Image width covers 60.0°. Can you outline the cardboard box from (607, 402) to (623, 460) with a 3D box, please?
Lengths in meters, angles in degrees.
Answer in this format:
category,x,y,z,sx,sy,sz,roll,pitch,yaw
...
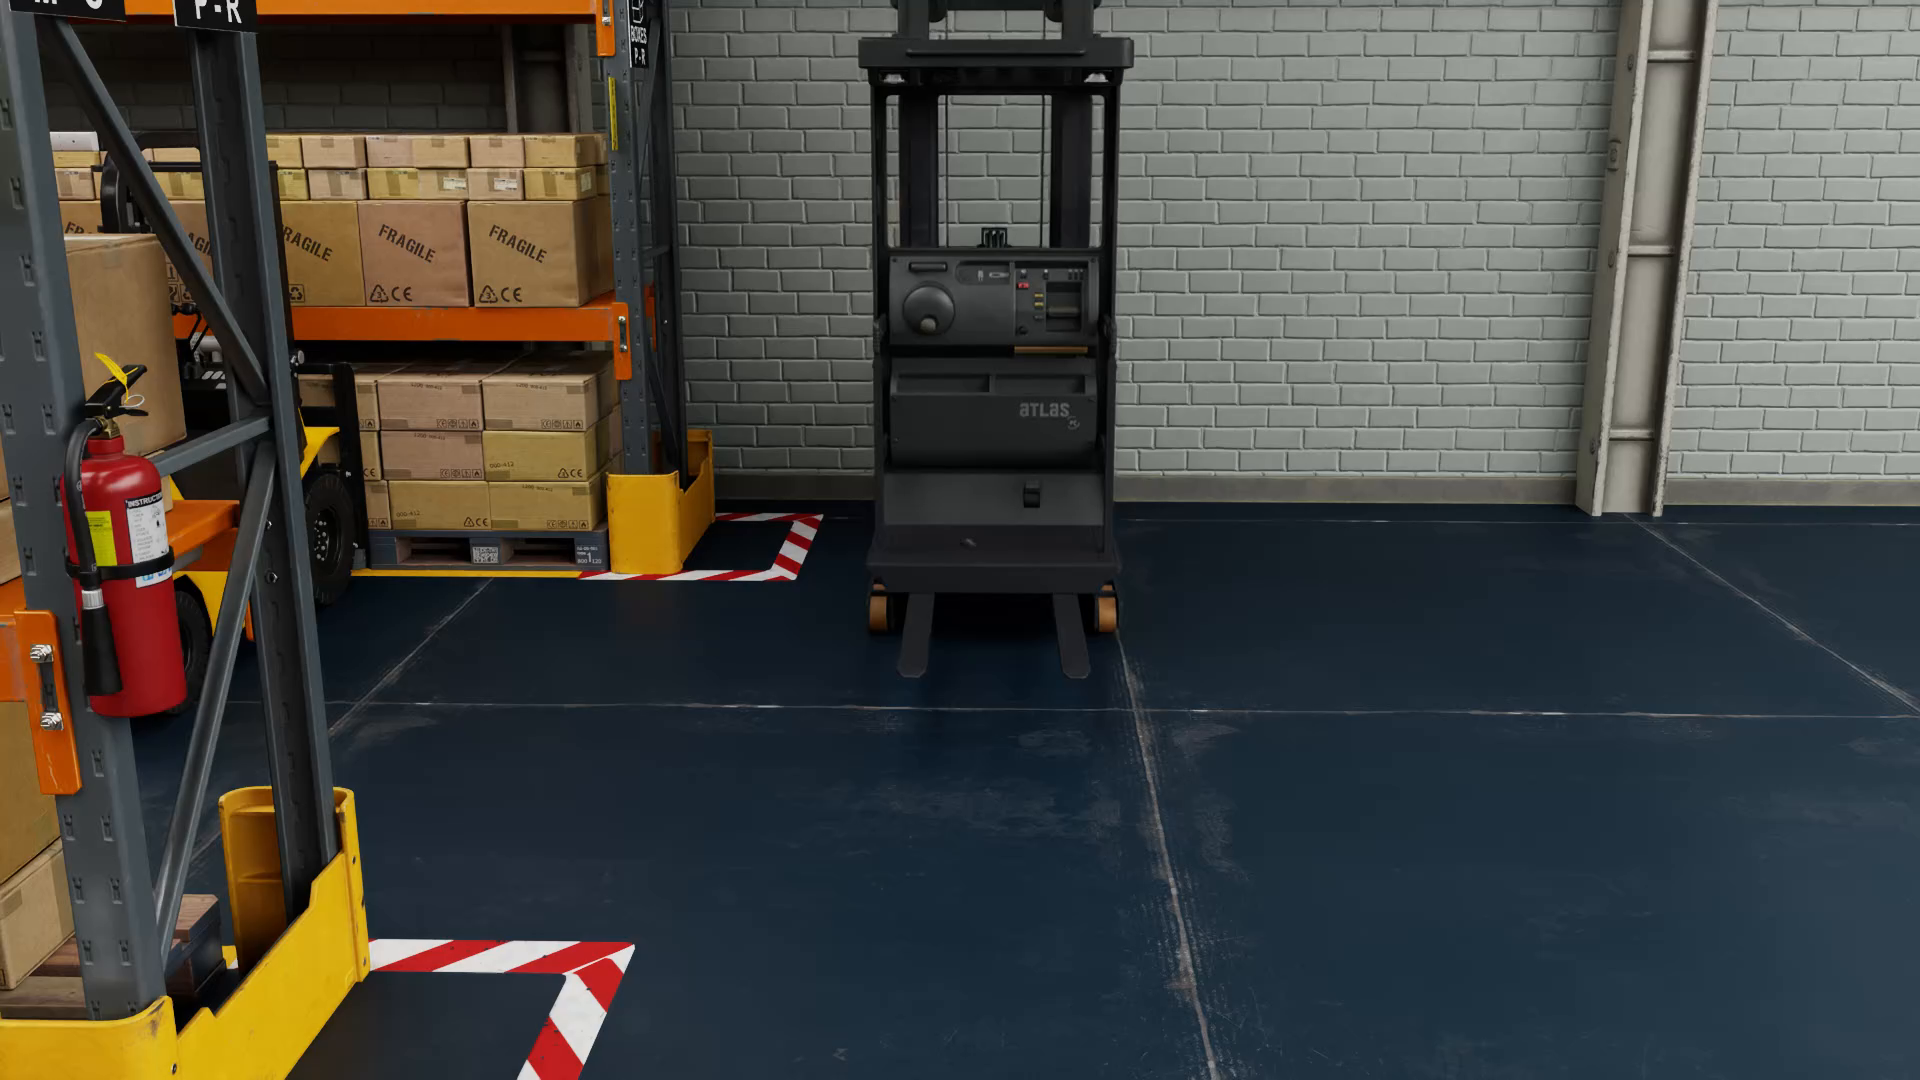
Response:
category,x,y,z,sx,sy,sz,roll,pitch,yaw
cardboard box,-2.036,-0.601,8.824,0.500,0.250,0.500,1,15,2

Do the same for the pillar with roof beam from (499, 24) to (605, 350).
category,x,y,z,sx,sy,sz,roll,pitch,yaw
pillar with roof beam,-2.354,-3.467,4.340,0.400,9.000,9.100,0,15,1

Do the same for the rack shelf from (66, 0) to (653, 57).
category,x,y,z,sx,sy,sz,roll,pitch,yaw
rack shelf,-3.570,-2.545,8.136,4.000,0.370,1.077,0,15,1

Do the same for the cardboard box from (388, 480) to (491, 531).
category,x,y,z,sx,sy,sz,roll,pitch,yaw
cardboard box,-2.546,-0.231,8.403,0.500,0.250,0.500,0,15,1

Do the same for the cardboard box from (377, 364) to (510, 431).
category,x,y,z,sx,sy,sz,roll,pitch,yaw
cardboard box,-2.550,-0.712,8.264,0.500,0.250,0.500,1,15,2

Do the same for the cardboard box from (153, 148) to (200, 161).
category,x,y,z,sx,sy,sz,roll,pitch,yaw
cardboard box,-3.719,-1.898,8.104,0.250,0.149,0.380,0,15,2

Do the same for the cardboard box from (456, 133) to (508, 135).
category,x,y,z,sx,sy,sz,roll,pitch,yaw
cardboard box,-2.426,-2.000,8.491,0.250,0.149,0.380,1,15,2

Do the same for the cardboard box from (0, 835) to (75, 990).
category,x,y,z,sx,sy,sz,roll,pitch,yaw
cardboard box,-2.493,0.887,4.164,0.500,0.250,0.500,0,15,1

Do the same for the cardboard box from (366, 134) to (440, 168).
category,x,y,z,sx,sy,sz,roll,pitch,yaw
cardboard box,-2.691,-1.893,8.084,0.250,0.149,0.380,0,15,2

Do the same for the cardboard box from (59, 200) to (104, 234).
category,x,y,z,sx,sy,sz,roll,pitch,yaw
cardboard box,-4.105,-1.432,8.192,0.500,0.500,0.500,0,15,1

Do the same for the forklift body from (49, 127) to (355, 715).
category,x,y,z,sx,sy,sz,roll,pitch,yaw
forklift body,-3.513,-0.566,6.770,1.214,2.155,2.313,0,15,1

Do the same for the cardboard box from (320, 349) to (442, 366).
category,x,y,z,sx,sy,sz,roll,pitch,yaw
cardboard box,-3.046,-0.846,8.774,0.500,0.250,0.500,0,15,1

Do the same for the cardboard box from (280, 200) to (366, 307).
category,x,y,z,sx,sy,sz,roll,pitch,yaw
cardboard box,-3.100,-1.423,8.158,0.500,0.500,0.500,0,15,0

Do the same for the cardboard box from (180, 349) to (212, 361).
category,x,y,z,sx,sy,sz,roll,pitch,yaw
cardboard box,-4.061,-0.852,8.798,0.500,0.250,0.500,0,15,2

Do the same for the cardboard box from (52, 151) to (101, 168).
category,x,y,z,sx,sy,sz,roll,pitch,yaw
cardboard box,-4.225,-1.883,8.046,0.250,0.149,0.380,0,15,1

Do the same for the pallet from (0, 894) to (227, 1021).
category,x,y,z,sx,sy,sz,roll,pitch,yaw
pallet,-2.581,1.170,3.992,1.213,0.211,1.003,0,15,1

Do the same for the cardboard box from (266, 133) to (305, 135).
category,x,y,z,sx,sy,sz,roll,pitch,yaw
cardboard box,-3.447,-2.009,8.525,0.250,0.149,0.380,0,15,2

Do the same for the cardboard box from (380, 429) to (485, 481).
category,x,y,z,sx,sy,sz,roll,pitch,yaw
cardboard box,-2.567,-0.474,8.344,0.500,0.250,0.500,0,15,1

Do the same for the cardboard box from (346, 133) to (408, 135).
category,x,y,z,sx,sy,sz,roll,pitch,yaw
cardboard box,-2.937,-2.001,8.494,0.250,0.149,0.380,1,15,3

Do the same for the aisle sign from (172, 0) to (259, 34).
category,x,y,z,sx,sy,sz,roll,pitch,yaw
aisle sign,-1.624,-1.499,3.546,0.004,0.787,0.394,0,15,1

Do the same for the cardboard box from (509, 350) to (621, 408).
category,x,y,z,sx,sy,sz,roll,pitch,yaw
cardboard box,-2.047,-0.838,8.742,0.500,0.250,0.500,0,15,1

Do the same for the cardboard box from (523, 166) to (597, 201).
category,x,y,z,sx,sy,sz,roll,pitch,yaw
cardboard box,-1.925,-1.722,8.020,0.250,0.149,0.380,1,15,2

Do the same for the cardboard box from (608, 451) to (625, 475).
category,x,y,z,sx,sy,sz,roll,pitch,yaw
cardboard box,-2.057,-0.356,8.876,0.500,0.250,0.500,0,15,2

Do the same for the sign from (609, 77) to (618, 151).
category,x,y,z,sx,sy,sz,roll,pitch,yaw
sign,-1.599,-1.965,7.676,0.005,0.325,0.100,0,15,1

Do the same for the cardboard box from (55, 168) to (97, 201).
category,x,y,z,sx,sy,sz,roll,pitch,yaw
cardboard box,-4.231,-1.730,8.049,0.250,0.149,0.380,0,15,1

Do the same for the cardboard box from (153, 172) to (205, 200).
category,x,y,z,sx,sy,sz,roll,pitch,yaw
cardboard box,-3.713,-1.733,8.062,0.250,0.149,0.380,0,15,0

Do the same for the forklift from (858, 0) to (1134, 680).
category,x,y,z,sx,sy,sz,roll,pitch,yaw
forklift,0.150,-1.086,7.211,1.130,2.935,3.031,0,15,1

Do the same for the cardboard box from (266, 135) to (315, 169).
category,x,y,z,sx,sy,sz,roll,pitch,yaw
cardboard box,-3.213,-1.867,7.984,0.250,0.149,0.380,1,15,3

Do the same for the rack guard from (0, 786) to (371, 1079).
category,x,y,z,sx,sy,sz,roll,pitch,yaw
rack guard,-1.770,1.045,3.901,0.348,0.500,1.175,0,15,1

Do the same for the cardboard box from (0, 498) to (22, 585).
category,x,y,z,sx,sy,sz,roll,pitch,yaw
cardboard box,-2.073,0.010,3.414,0.250,0.149,0.380,1,15,3

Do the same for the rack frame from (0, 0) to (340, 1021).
category,x,y,z,sx,sy,sz,roll,pitch,yaw
rack frame,-1.694,-0.164,3.580,0.127,3.000,1.000,0,15,1

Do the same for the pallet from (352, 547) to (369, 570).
category,x,y,z,sx,sy,sz,roll,pitch,yaw
pallet,-3.553,-0.084,8.745,1.213,0.211,1.003,0,15,1

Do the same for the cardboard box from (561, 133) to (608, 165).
category,x,y,z,sx,sy,sz,roll,pitch,yaw
cardboard box,-1.901,-1.992,8.459,0.250,0.149,0.380,0,15,0

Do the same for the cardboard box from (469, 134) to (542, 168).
category,x,y,z,sx,sy,sz,roll,pitch,yaw
cardboard box,-2.182,-1.877,8.026,0.250,0.149,0.380,0,15,2

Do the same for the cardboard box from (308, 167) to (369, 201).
category,x,y,z,sx,sy,sz,roll,pitch,yaw
cardboard box,-2.955,-1.728,8.041,0.250,0.149,0.380,0,15,0

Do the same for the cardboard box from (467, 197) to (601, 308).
category,x,y,z,sx,sy,sz,roll,pitch,yaw
cardboard box,-2.070,-1.414,8.123,0.500,0.500,0.500,0,15,0

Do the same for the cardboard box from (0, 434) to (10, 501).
category,x,y,z,sx,sy,sz,roll,pitch,yaw
cardboard box,-2.244,-0.289,3.276,0.500,0.500,0.500,0,15,0

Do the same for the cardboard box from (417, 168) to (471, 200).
category,x,y,z,sx,sy,sz,roll,pitch,yaw
cardboard box,-2.439,-1.734,8.063,0.250,0.149,0.380,1,15,2
